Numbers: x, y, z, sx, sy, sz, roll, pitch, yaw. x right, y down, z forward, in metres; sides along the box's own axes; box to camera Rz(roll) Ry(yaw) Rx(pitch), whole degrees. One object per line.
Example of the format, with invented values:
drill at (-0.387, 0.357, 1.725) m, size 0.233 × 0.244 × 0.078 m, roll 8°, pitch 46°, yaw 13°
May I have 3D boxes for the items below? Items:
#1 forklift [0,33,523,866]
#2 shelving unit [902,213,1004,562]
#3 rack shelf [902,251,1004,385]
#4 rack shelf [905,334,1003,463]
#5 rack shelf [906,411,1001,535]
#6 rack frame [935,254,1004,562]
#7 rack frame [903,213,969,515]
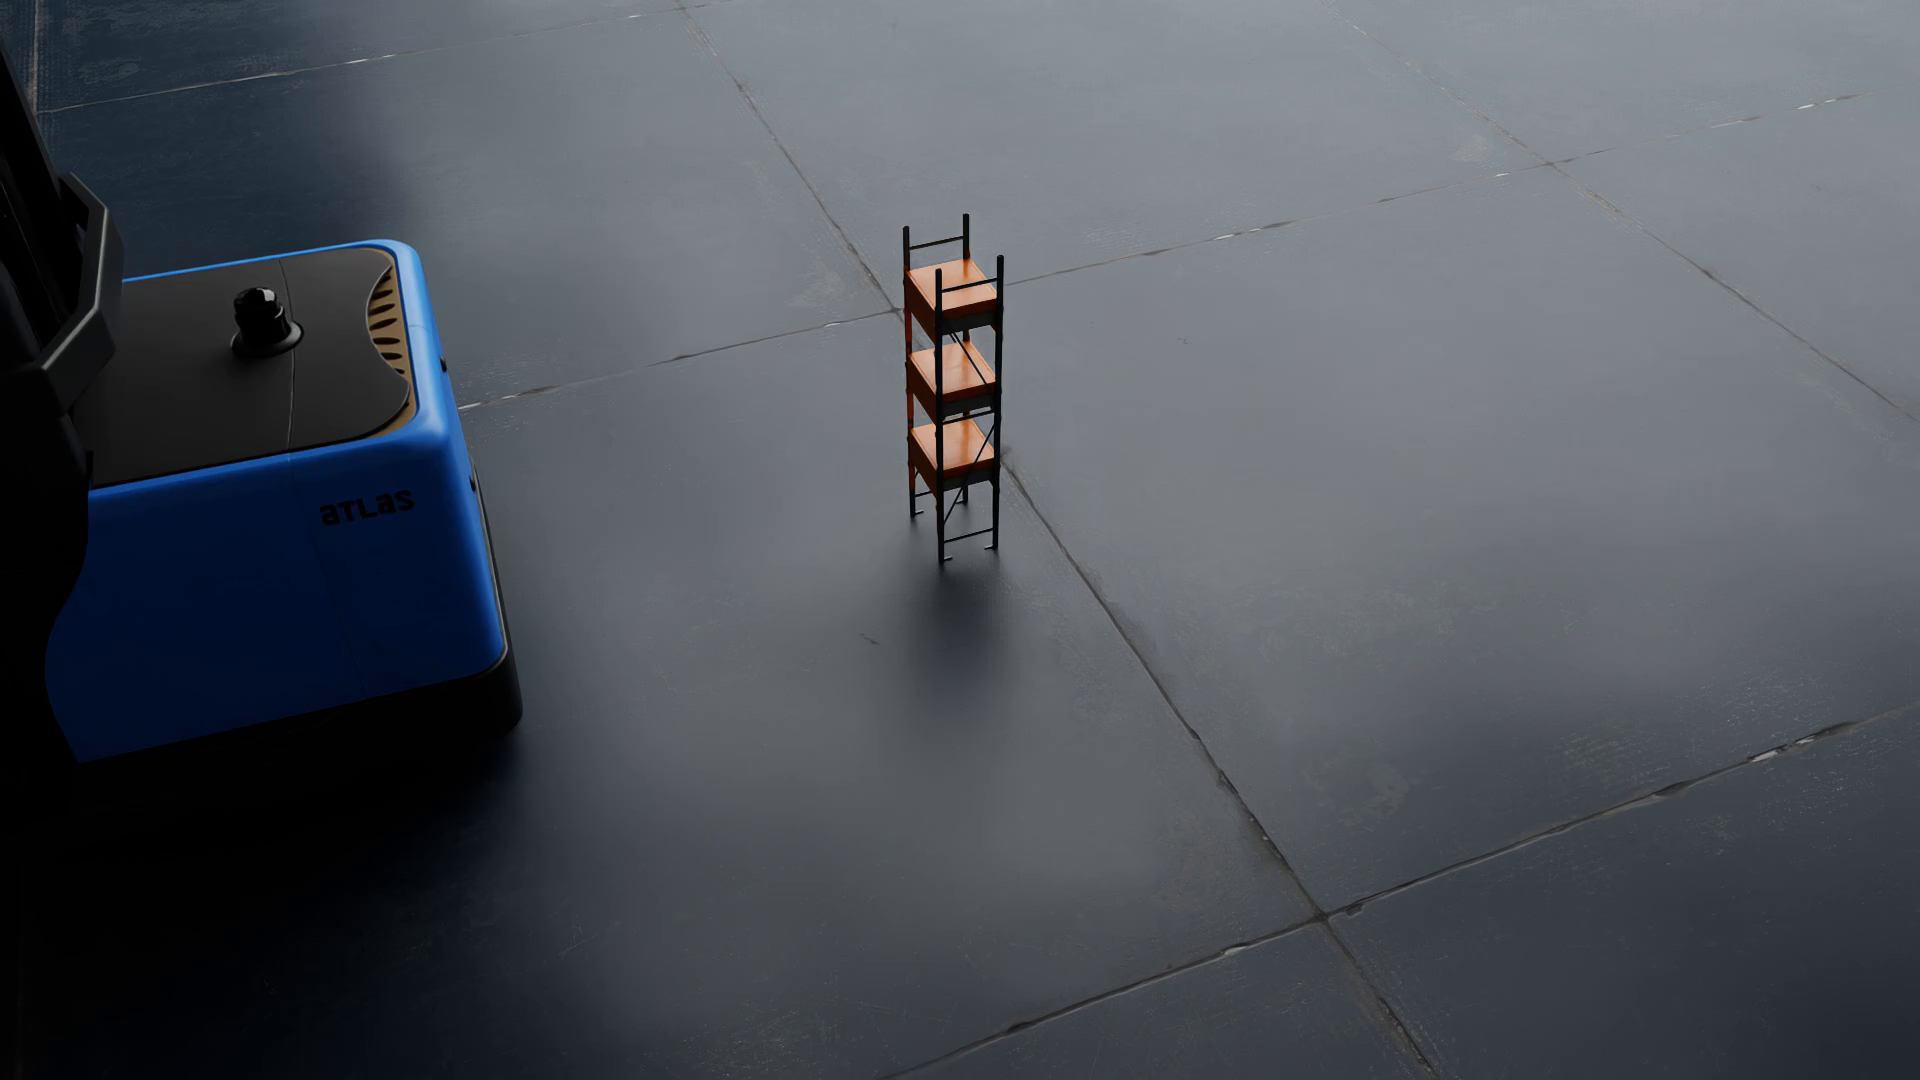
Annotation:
forklift at (-2.779, -0.541, 3.631) m, size 3.031 × 2.935 × 1.130 m, roll -12°, pitch 42°, yaw -14°
shelving unit at (-0.020, -0.430, 4.945) m, size 0.215 × 1.050 × 0.252 m, roll -15°, pitch 43°, yaw -17°
rack shelf at (-0.020, -0.637, 4.767) m, size 0.215 × 0.259 × 0.240 m, roll -15°, pitch 43°, yaw -17°
rack shelf at (-0.020, -0.422, 4.952) m, size 0.215 × 0.259 × 0.240 m, roll -15°, pitch 43°, yaw -17°
rack shelf at (-0.020, -0.212, 5.133) m, size 0.215 × 0.259 × 0.240 m, roll -15°, pitch 43°, yaw -17°
rack frame at (0.026, -0.357, 4.860) m, size 0.200 × 1.050 × 0.008 m, roll -15°, pitch 43°, yaw -17°
rack frame at (-0.067, -0.504, 5.031) m, size 0.200 × 1.050 × 0.008 m, roll -15°, pitch 43°, yaw -17°
